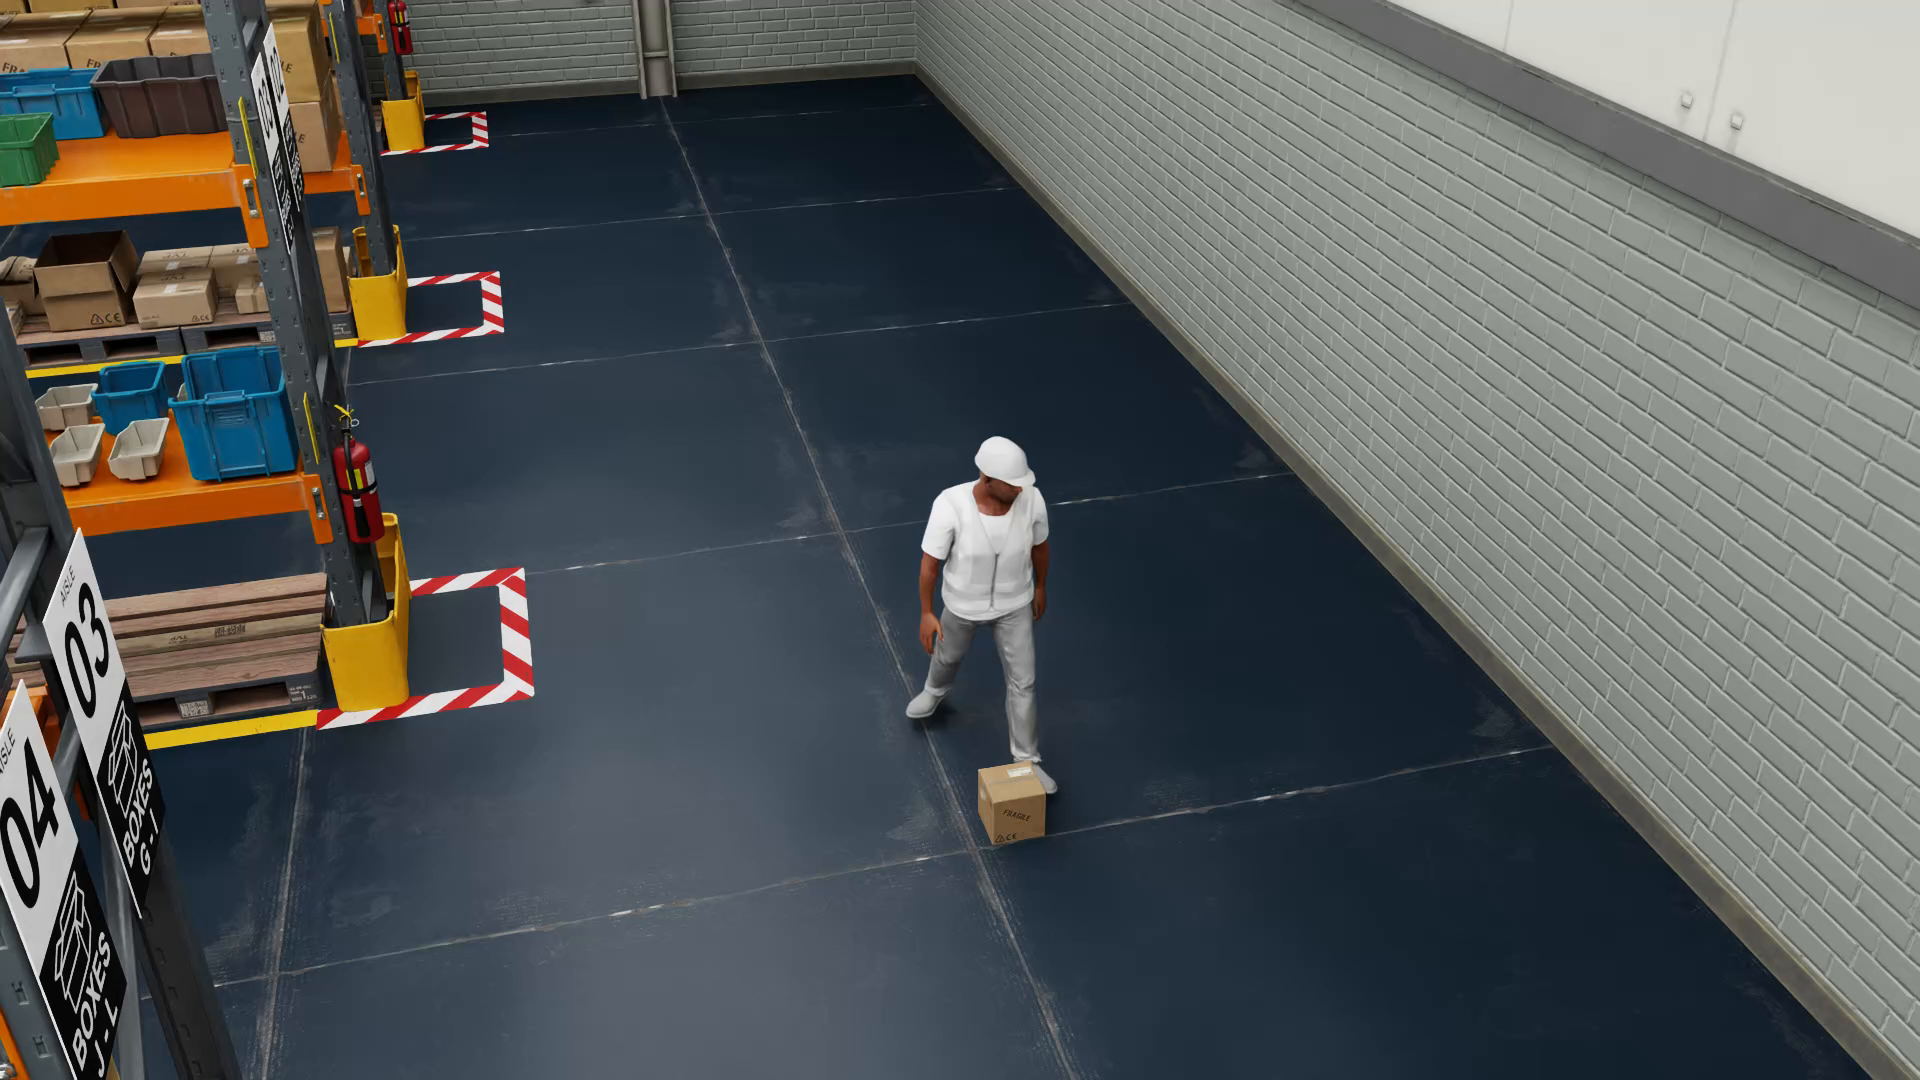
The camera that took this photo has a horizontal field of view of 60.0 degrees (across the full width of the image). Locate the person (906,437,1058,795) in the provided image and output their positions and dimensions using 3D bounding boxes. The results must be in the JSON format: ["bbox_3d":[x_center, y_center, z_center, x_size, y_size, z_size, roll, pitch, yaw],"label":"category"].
[{"bbox_3d":[0.096,0.287,7.735,0.673,1.740,0.934,-4,30,-6],"label":"person"}]
